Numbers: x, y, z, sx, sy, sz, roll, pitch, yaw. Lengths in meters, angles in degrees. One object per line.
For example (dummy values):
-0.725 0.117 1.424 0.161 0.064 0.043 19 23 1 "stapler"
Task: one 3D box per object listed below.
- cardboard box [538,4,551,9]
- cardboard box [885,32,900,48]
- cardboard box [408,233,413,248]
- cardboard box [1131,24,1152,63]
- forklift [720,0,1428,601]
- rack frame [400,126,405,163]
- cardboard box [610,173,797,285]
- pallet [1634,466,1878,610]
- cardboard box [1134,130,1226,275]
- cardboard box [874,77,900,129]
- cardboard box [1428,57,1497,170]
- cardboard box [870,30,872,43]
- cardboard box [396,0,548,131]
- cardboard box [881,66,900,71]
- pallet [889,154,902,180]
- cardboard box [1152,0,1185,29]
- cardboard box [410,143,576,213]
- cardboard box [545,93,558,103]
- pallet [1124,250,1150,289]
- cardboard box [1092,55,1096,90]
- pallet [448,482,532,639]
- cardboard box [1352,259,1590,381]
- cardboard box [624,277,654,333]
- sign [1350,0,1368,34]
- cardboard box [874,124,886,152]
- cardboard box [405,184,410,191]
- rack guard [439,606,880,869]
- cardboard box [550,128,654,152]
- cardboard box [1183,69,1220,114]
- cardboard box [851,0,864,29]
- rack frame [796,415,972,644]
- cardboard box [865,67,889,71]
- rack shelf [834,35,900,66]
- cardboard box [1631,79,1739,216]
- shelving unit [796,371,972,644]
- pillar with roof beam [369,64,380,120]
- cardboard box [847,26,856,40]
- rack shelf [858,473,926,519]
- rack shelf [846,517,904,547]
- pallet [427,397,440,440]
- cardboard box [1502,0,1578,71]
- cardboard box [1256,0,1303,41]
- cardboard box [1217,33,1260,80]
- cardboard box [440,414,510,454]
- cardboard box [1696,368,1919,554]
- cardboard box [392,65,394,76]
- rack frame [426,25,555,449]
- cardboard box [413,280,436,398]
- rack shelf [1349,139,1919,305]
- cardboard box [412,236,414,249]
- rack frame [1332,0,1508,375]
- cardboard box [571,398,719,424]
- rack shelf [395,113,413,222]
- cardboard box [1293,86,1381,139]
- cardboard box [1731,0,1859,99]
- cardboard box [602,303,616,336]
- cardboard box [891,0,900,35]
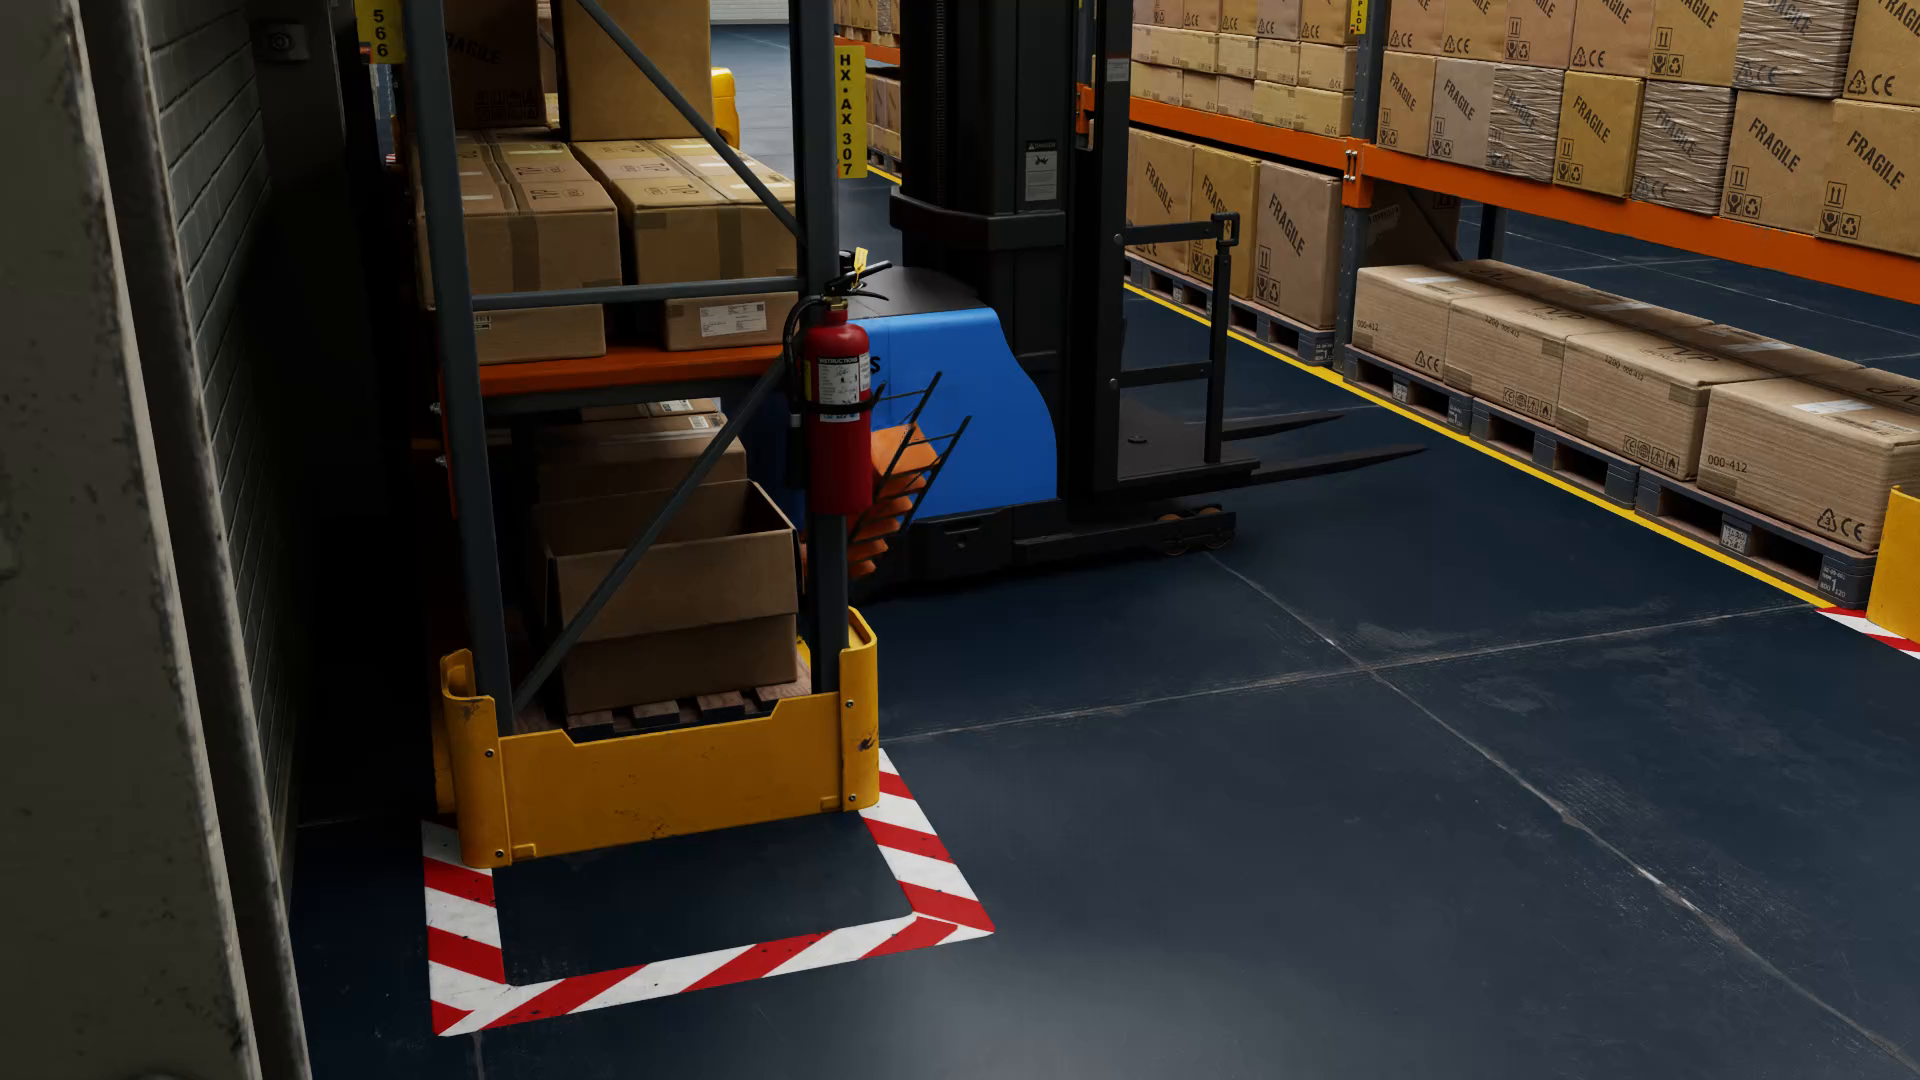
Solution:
-2.408 -2.741 9.342 0.700 0.500 0.500 -6 21 -17 "cardboard box"
-0.575 -5.274 17.533 0.380 0.149 0.250 -7 21 -18 "cardboard box"
-2.973 -1.546 9.860 0.500 0.500 0.500 -7 21 -19 "cardboard box"
1.482 -3.522 11.766 0.500 0.250 0.500 -6 21 -16 "cardboard box"
0.573 -1.468 6.668 3.031 2.935 1.130 -9 22 -23 "forklift"
-5.830 -5.750 18.489 1.000 3.000 0.127 -6 21 -17 "rack frame"
-0.688 -0.860 4.654 0.500 0.250 0.500 -6 21 -17 "cardboard box"
3.584 -0.080 6.828 1.003 0.211 1.213 -6 21 -17 "pallet"
1.810 -2.392 11.661 0.875 0.875 0.875 -6 21 -17 "cardboard box"
-0.626 -4.740 18.012 0.500 0.500 0.500 -5 20 -14 "cardboard box"
2.706 -2.135 8.275 0.500 0.500 0.500 -6 21 -17 "cardboard box"
-0.766 -5.525 18.232 0.380 0.149 0.250 -7 21 -19 "cardboard box"
-1.843 -1.816 6.207 0.500 0.500 0.500 -7 21 -19 "cardboard box"
-0.620 -5.306 19.589 0.500 0.500 0.500 -6 21 -17 "cardboard box"
-0.107 -3.895 17.448 1.003 0.211 1.213 -6 21 -17 "pallet"
1.631 -3.719 11.207 0.500 0.500 0.500 -6 21 -16 "cardboard box"
-1.510 -1.130 5.406 0.500 0.250 0.500 -6 21 -15 "cardboard box"
-1.667 -1.831 7.360 0.500 0.250 0.500 -6 21 -16 "cardboard box"
1.572 -2.138 12.558 1.003 0.211 1.213 -6 21 -17 "pallet"
1.310 -3.457 12.327 0.500 0.250 0.500 -7 21 -18 "cardboard box"
-1.456 0.026 6.533 1.003 0.211 1.213 -6 21 -17 "pallet"
2.748 -1.207 9.009 0.875 0.438 0.875 -7 21 -18 "cardboard box"
-0.768 -0.709 4.825 0.380 0.149 0.250 -6 21 -16 "cardboard box"
2.140 -2.875 8.888 0.100 0.325 0.005 -6 21 -17 "sign"
-0.635 -4.394 18.158 0.500 0.250 0.500 -6 21 -16 "cardboard box"
-3.390 -2.221 10.780 0.380 0.149 0.250 -6 21 -15 "cardboard box"
-0.825 0.536 4.684 1.175 0.500 0.348 -6 21 -17 "rack guard"
-1.190 -1.345 6.007 0.500 0.250 0.500 -7 21 -19 "cardboard box"
1.806 -2.967 10.963 0.500 0.250 0.500 -6 21 -17 "cardboard box"
-0.906 -5.955 18.471 0.500 0.500 0.500 -7 21 -18 "cardboard box"
-0.284 -0.006 5.506 0.240 1.200 0.006 -15 62 -36 "rack frame"
-1.120 -5.240 19.404 0.500 0.500 0.500 -7 21 -19 "cardboard box"
-0.491 -5.299 18.295 1.077 0.370 4.000 -6 21 -17 "rack shelf"
3.192 -1.645 6.911 0.500 0.500 0.500 -6 21 -16 "cardboard box"
-0.330 -0.078 5.541 0.258 1.200 0.189 -15 62 -36 "shelving unit"
-4.266 -10.637 23.220 9.100 9.000 0.400 -6 21 -17 "pillar with roof beam"
-1.074 -5.770 18.916 0.380 0.149 0.250 -6 21 -16 "cardboard box"
-0.256 -0.193 5.401 0.258 0.103 0.180 -15 62 -36 "rack shelf"
-0.347 -0.051 5.573 0.258 0.103 0.180 -15 62 -36 "rack shelf"
-2.350 -0.844 8.955 1.003 0.211 1.213 -6 21 -17 "pallet"
2.875 -2.439 7.642 0.500 0.500 0.500 -6 21 -16 "cardboard box"
2.104 -3.228 9.838 0.500 0.500 0.500 -6 21 -16 "cardboard box"
1.951 -3.034 10.407 0.500 0.250 0.500 -6 21 -16 "cardboard box"
-2.075 -0.595 7.491 0.500 0.311 0.500 -6 21 -15 "cardboard box"
3.607 -0.337 6.588 0.875 0.438 0.875 -7 21 -19 "cardboard box"
-4.186 -3.717 13.050 0.500 0.250 0.500 -7 21 -19 "cardboard box"
-2.058 -1.900 7.768 1.000 3.000 0.127 -6 21 -17 "rack frame"
-2.493 -1.047 8.470 0.500 0.500 0.500 -6 21 -17 "cardboard box"
3.281 -1.448 7.574 1.077 0.370 4.000 -6 21 -17 "rack shelf"
-2.726 -1.554 8.922 0.380 0.149 0.250 -7 21 -20 "cardboard box"
2.653 -2.428 9.239 1.000 3.000 0.127 -6 21 -17 "rack frame"
-1.206 -0.302 6.397 0.500 0.500 0.500 -6 21 -16 "cardboard box"
-2.687 -2.203 9.676 1.077 0.370 4.000 -6 21 -17 "rack shelf"
2.272 -2.475 9.591 0.500 0.250 0.500 -7 21 -18 "cardboard box"
3.340 -1.956 6.298 0.500 0.500 0.500 -6 21 -17 "cardboard box"
-1.181 -0.663 4.698 0.380 0.149 0.250 -6 21 -16 "cardboard box"
-0.406 -5.463 17.101 0.500 0.500 0.500 -6 21 -15 "cardboard box"
